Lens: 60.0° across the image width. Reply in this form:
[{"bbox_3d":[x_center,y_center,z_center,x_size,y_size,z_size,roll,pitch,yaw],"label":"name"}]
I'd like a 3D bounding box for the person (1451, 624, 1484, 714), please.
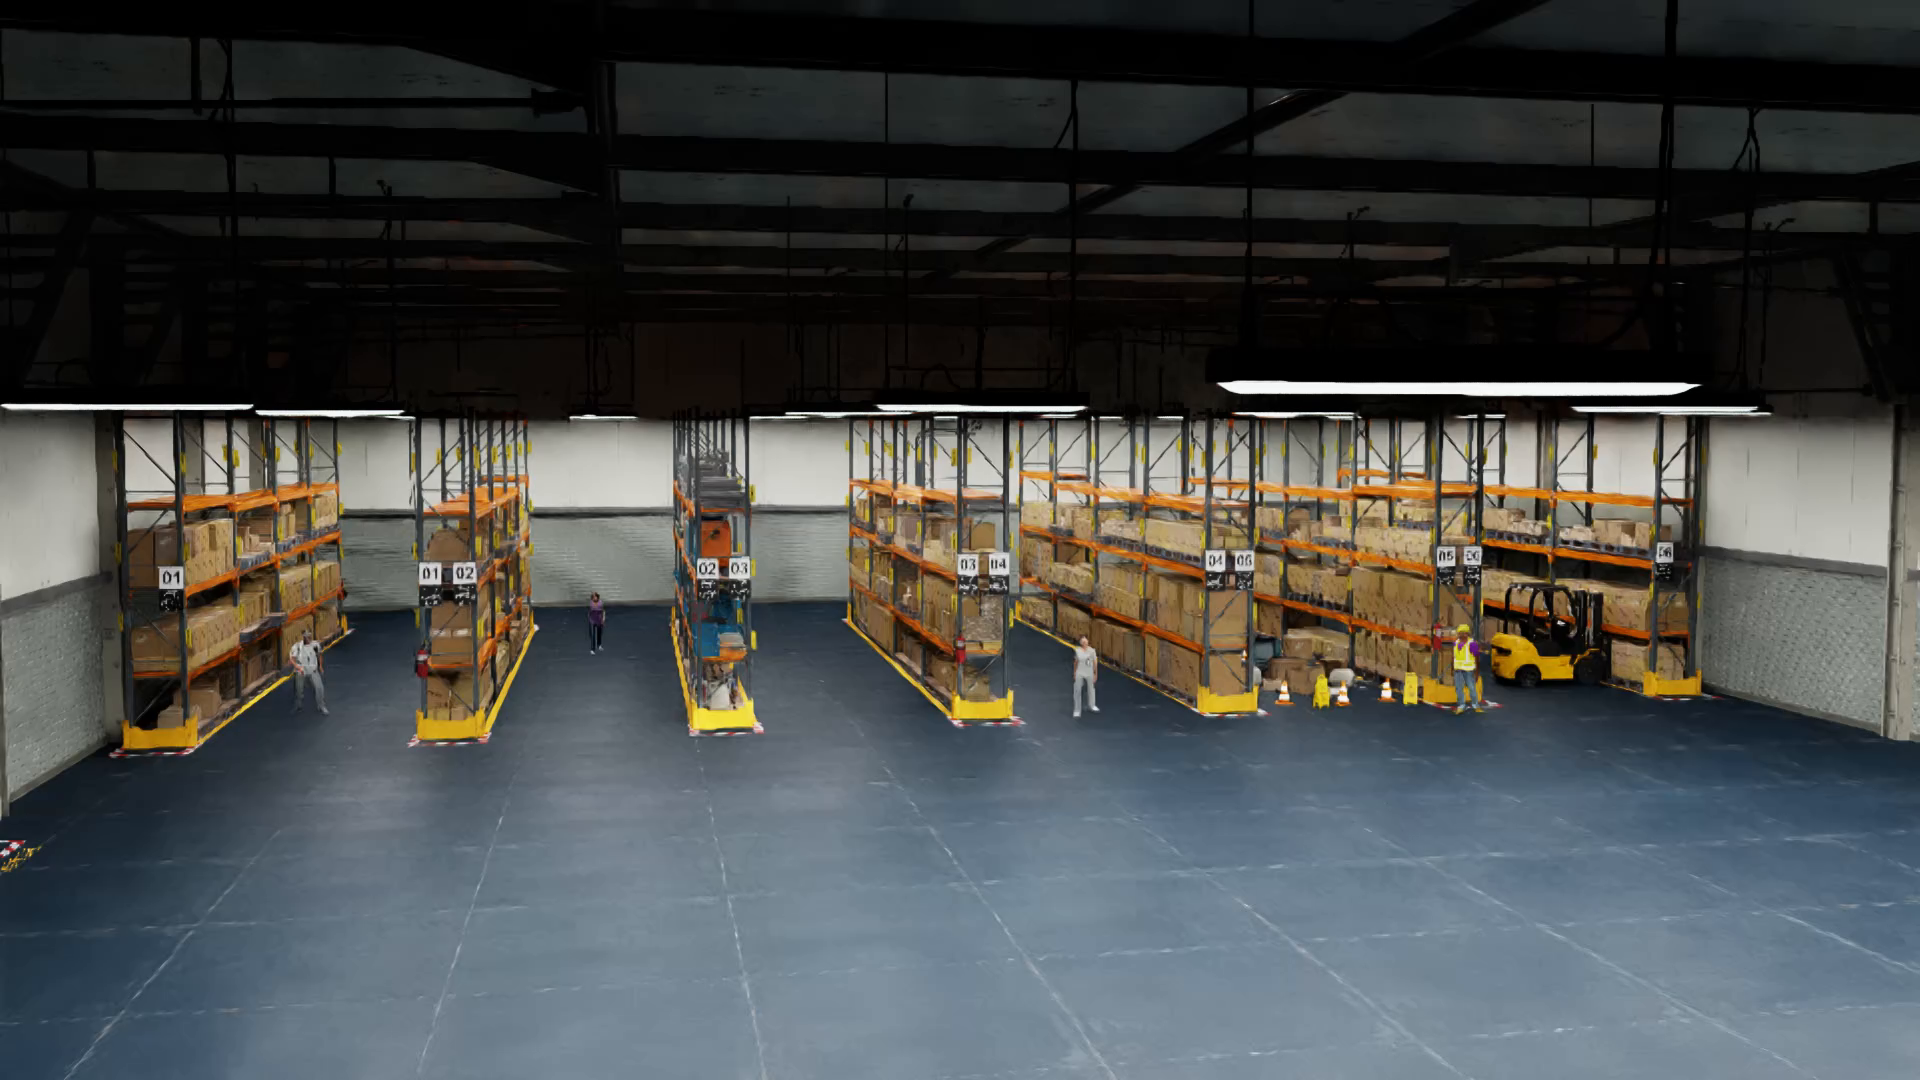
[{"bbox_3d":[9.950,2.531,32.672,0.550,1.758,0.662,-3,5,-40],"label":"person"}]

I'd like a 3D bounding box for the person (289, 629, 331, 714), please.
[{"bbox_3d":[-12.756,2.557,32.529,0.706,1.695,0.843,-2,5,-29],"label":"person"}]

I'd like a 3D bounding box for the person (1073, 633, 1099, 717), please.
[{"bbox_3d":[2.451,2.613,32.419,0.491,1.611,0.957,1,4,10],"label":"person"}]

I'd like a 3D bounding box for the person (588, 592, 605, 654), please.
[{"bbox_3d":[-9.005,2.024,41.224,0.417,1.525,1.034,-1,4,-12],"label":"person"}]
